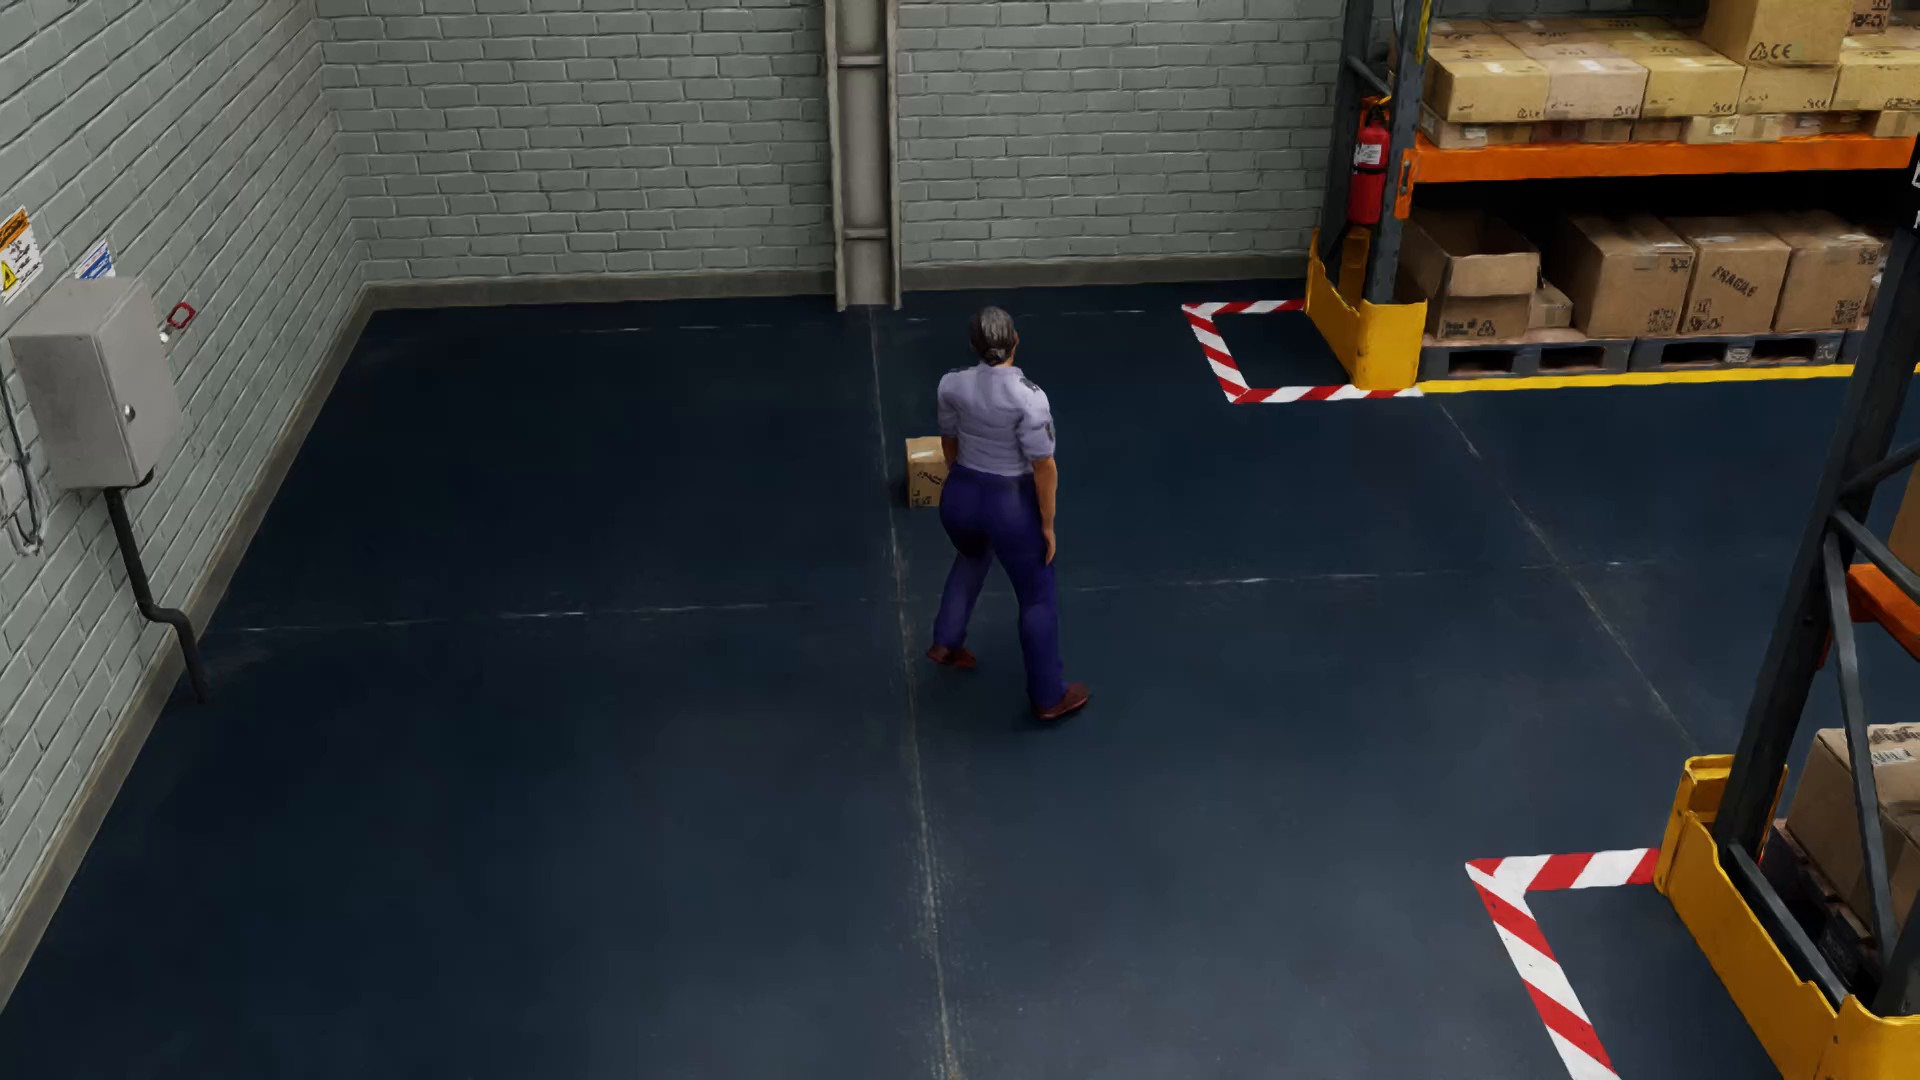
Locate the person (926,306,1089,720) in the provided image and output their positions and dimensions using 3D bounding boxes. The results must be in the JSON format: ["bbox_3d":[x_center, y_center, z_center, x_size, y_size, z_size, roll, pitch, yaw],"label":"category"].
[{"bbox_3d":[0.223,-0.113,6.332,0.635,1.633,0.437,14,34,21],"label":"person"}]
